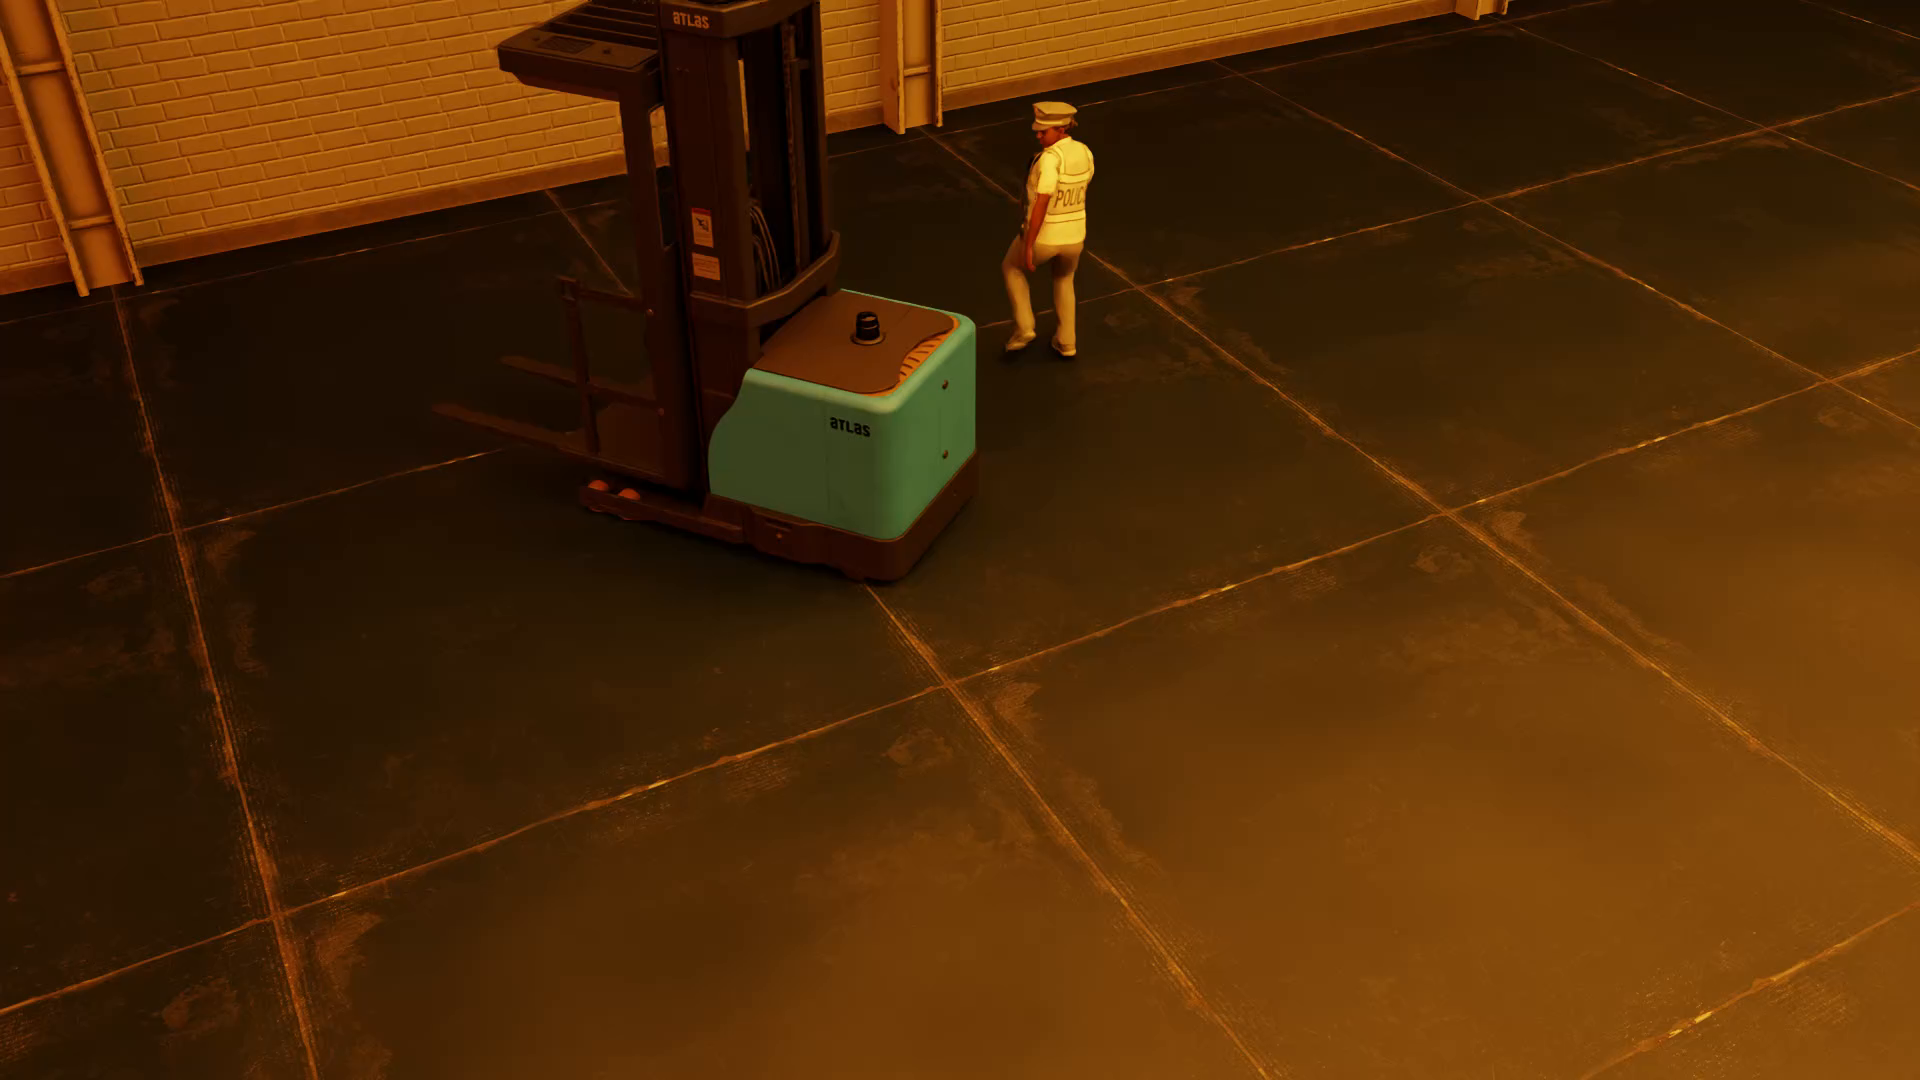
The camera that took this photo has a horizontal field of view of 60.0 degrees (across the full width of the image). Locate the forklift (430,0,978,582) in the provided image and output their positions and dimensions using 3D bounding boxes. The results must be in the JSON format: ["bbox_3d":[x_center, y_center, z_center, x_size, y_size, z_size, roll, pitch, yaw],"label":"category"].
[{"bbox_3d":[-1.464,-1.558,8.327,3.031,2.935,1.130,15,38,20],"label":"forklift"}]

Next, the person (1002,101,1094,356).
[{"bbox_3d":[0.525,-1.804,9.868,0.633,1.613,0.681,-16,38,-22],"label":"person"}]
